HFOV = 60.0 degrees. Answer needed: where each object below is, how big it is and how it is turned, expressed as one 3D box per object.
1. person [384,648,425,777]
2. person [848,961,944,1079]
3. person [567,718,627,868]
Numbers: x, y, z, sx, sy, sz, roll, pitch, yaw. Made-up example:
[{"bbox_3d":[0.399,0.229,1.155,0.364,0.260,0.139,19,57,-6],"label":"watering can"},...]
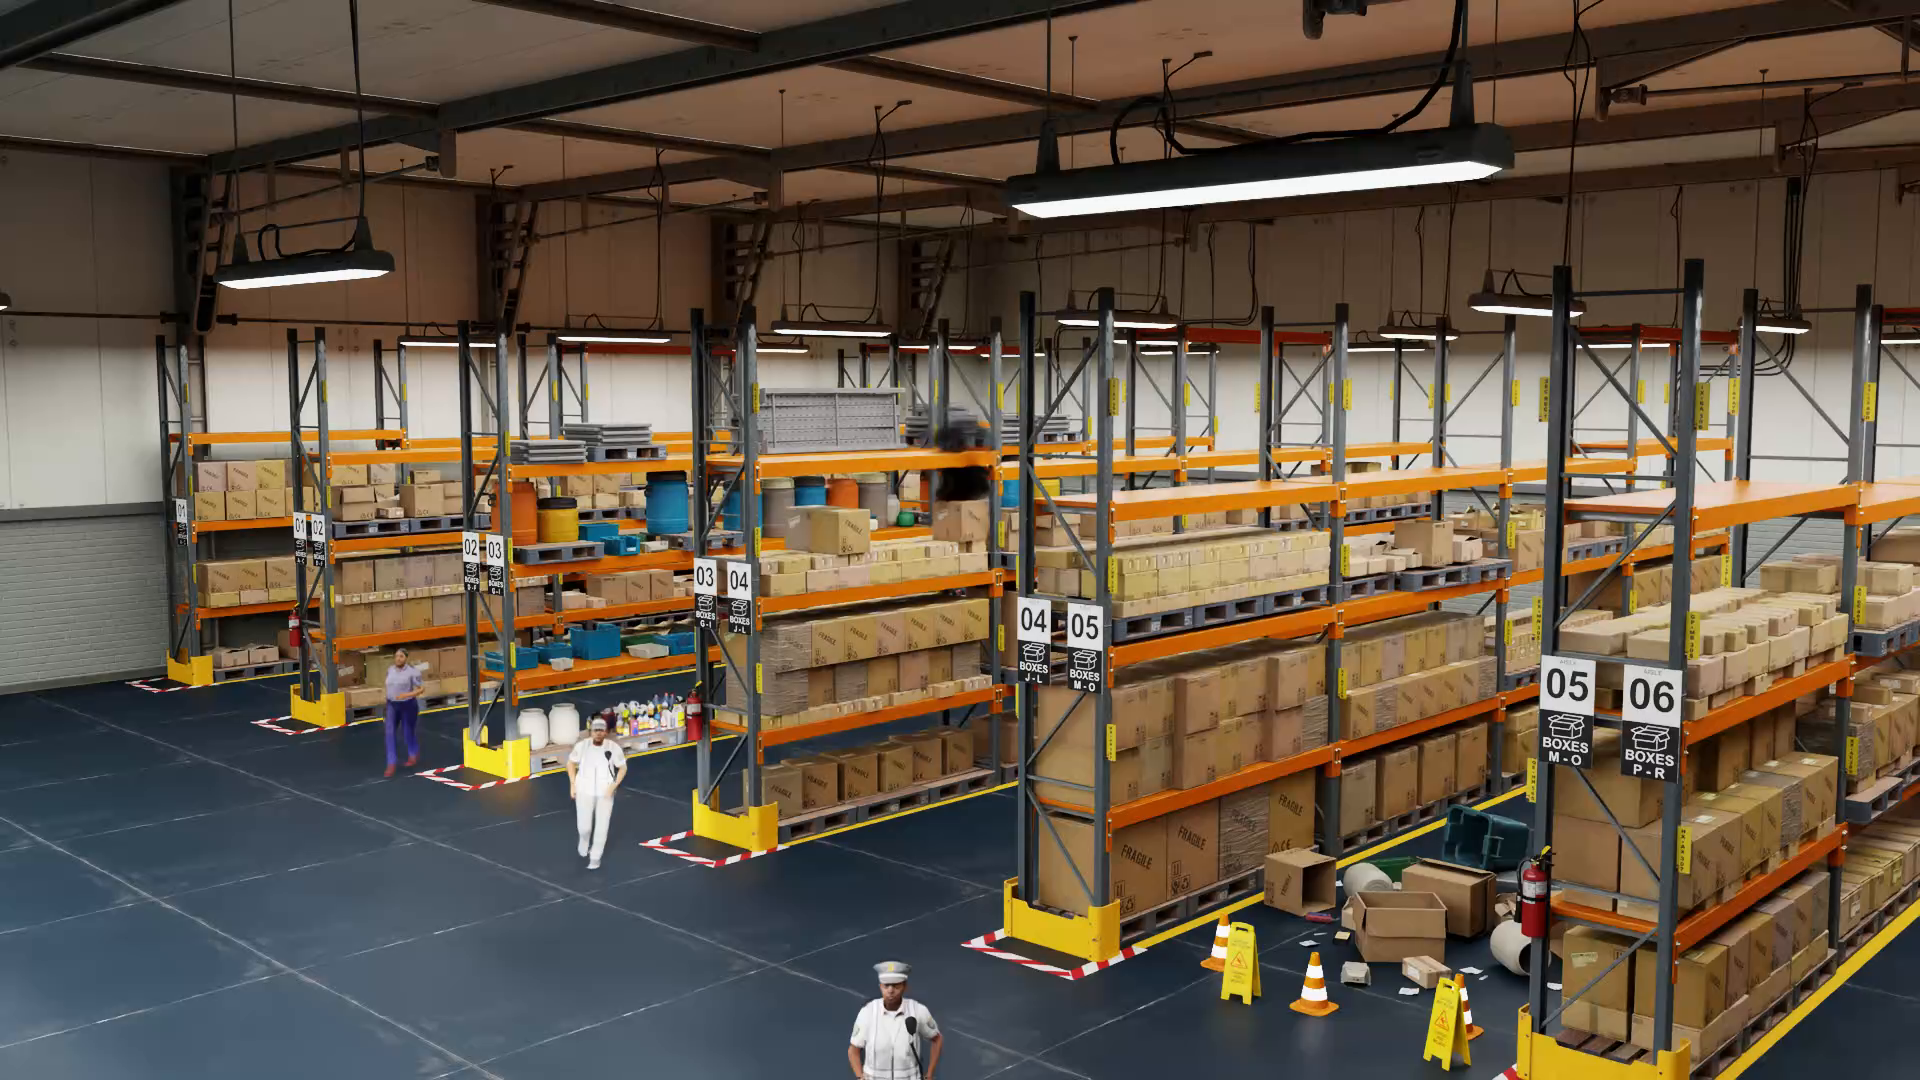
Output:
[{"bbox_3d":[-7.413,2.255,22.111,0.607,1.646,0.811,0,5,1],"label":"person"},{"bbox_3d":[-0.395,3.388,10.249,0.593,1.657,0.773,0,5,-1],"label":"person"},{"bbox_3d":[-3.884,2.694,17.828,0.623,1.618,0.531,-1,6,-15],"label":"person"}]
